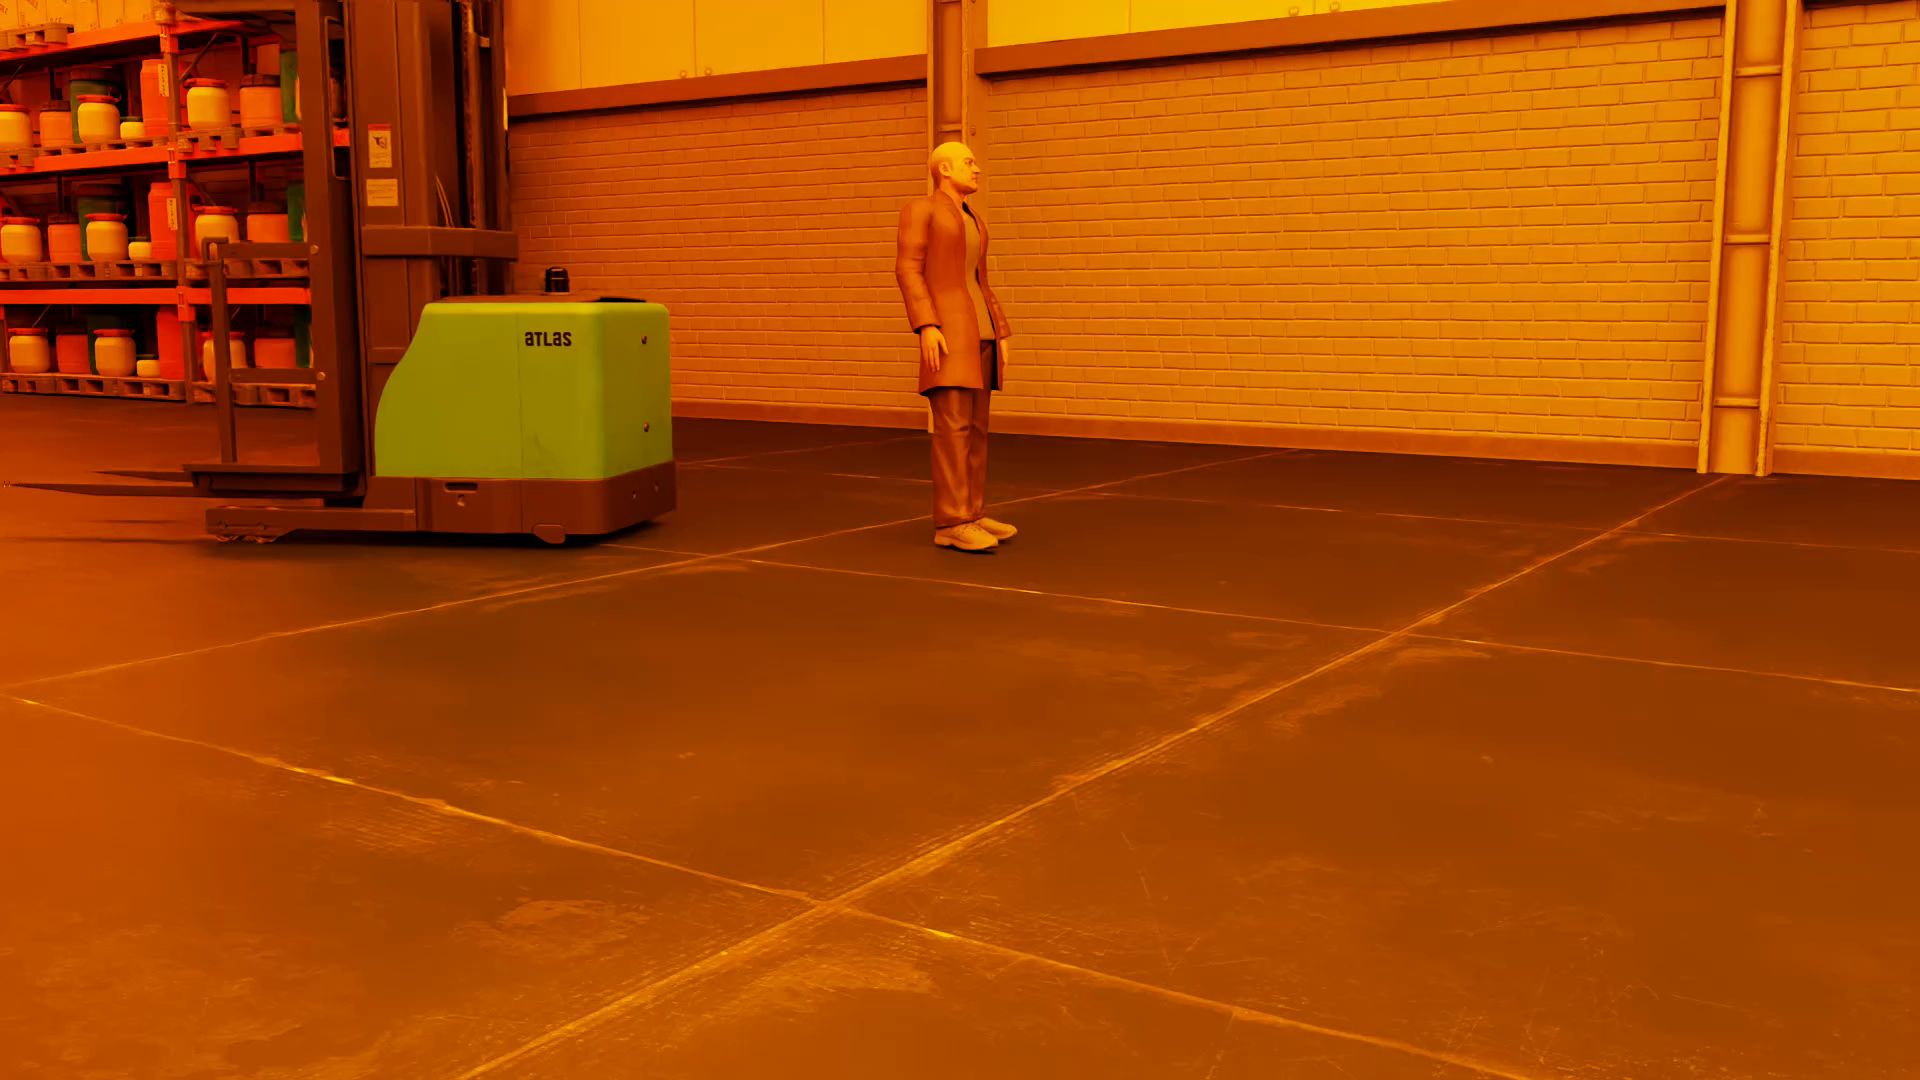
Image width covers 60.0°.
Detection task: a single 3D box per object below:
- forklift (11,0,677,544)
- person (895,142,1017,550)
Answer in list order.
[{"bbox_3d":[-2.956,-1.507,7.790,3.031,2.935,1.130,1,8,9],"label":"forklift"},{"bbox_3d":[0.073,-0.873,7.424,0.582,1.763,0.694,5,10,34],"label":"person"}]
